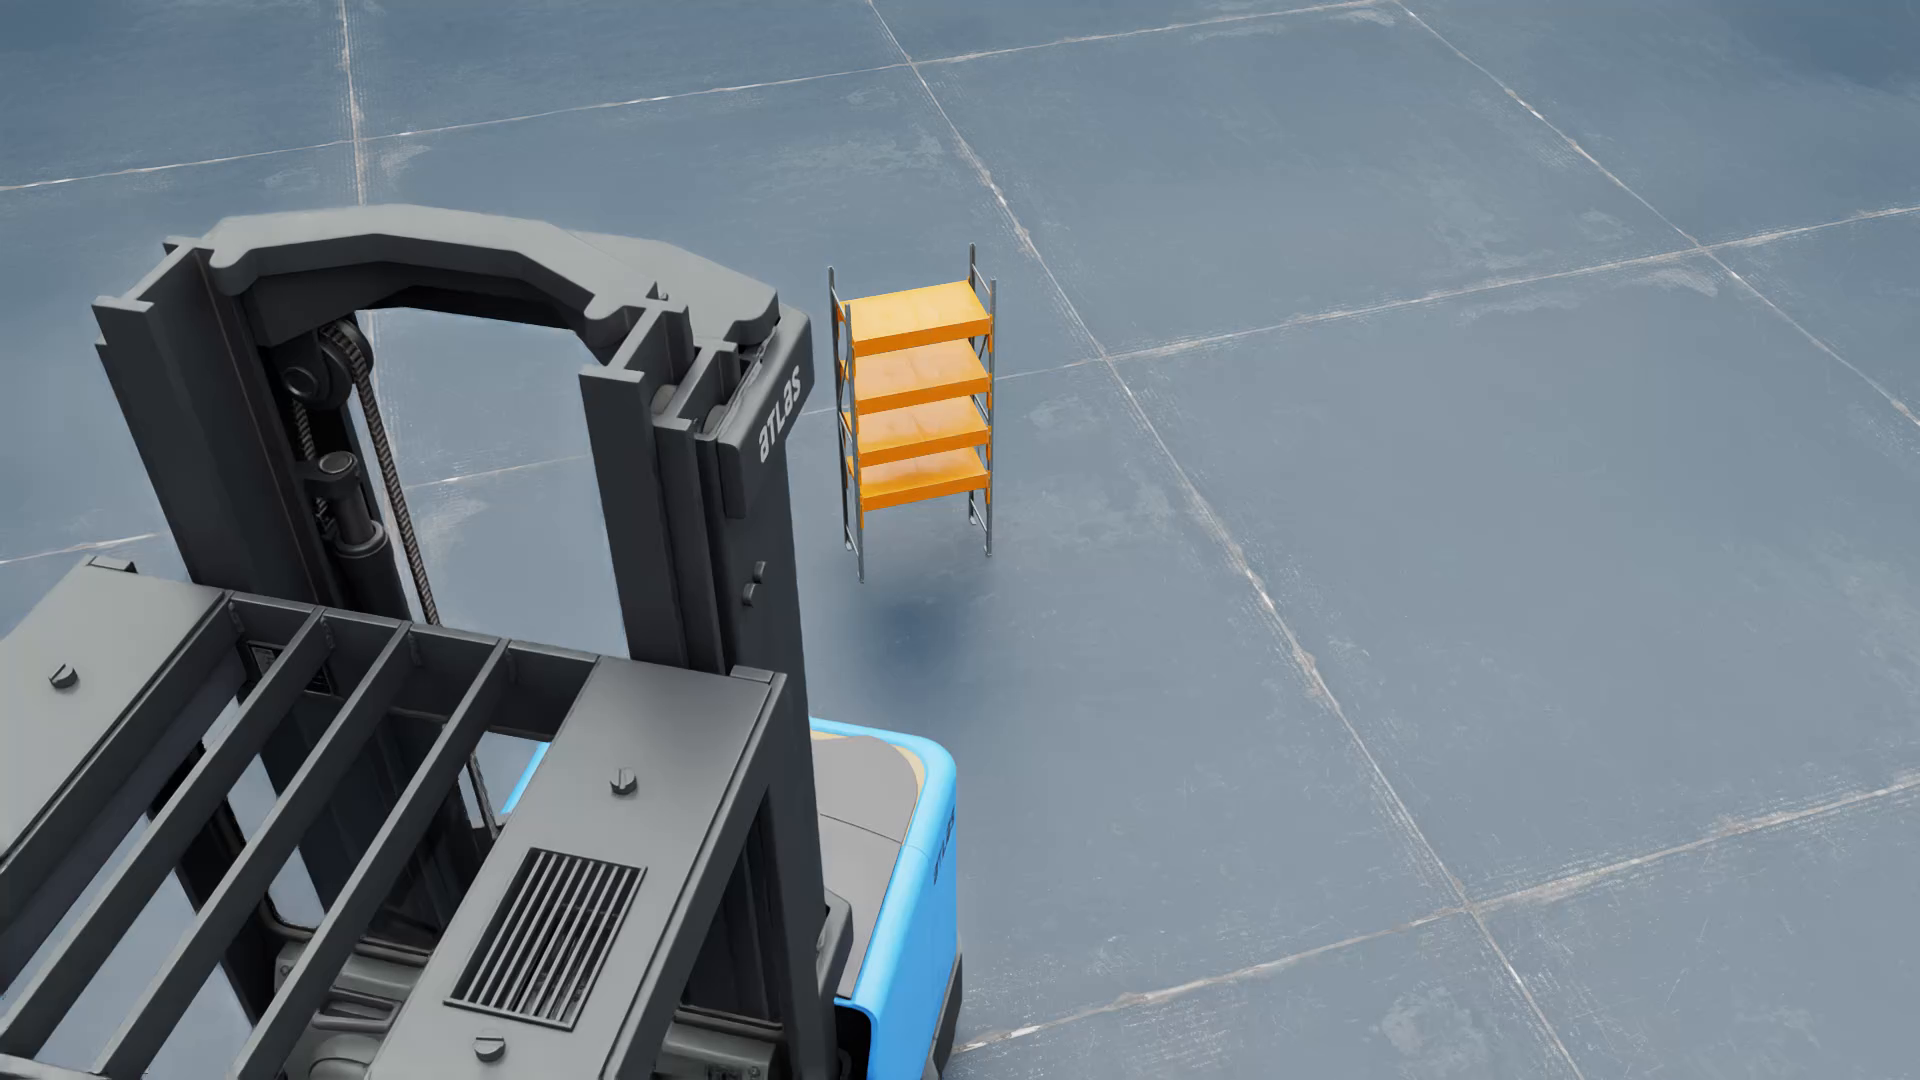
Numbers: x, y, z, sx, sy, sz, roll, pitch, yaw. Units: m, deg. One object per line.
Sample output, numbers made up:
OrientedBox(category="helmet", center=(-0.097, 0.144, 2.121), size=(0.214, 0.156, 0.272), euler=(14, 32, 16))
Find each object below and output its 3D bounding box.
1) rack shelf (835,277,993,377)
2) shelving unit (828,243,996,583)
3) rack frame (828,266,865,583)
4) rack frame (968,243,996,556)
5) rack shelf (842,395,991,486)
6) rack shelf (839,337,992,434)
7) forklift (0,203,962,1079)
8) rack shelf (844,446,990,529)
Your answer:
OrientedBox(category="rack shelf", center=(-0.158, -0.715, 5.559), size=(0.480, 0.148, 0.258), euler=(-12, 42, -13))
OrientedBox(category="shelving unit", center=(-0.158, -0.419, 5.818), size=(0.503, 1.200, 0.258), euler=(-12, 42, -13))
OrientedBox(category="rack frame", center=(-0.391, -0.371, 5.763), size=(0.015, 1.200, 0.240), euler=(-12, 42, -13))
OrientedBox(category="rack frame", center=(0.075, -0.467, 5.873), size=(0.015, 1.200, 0.240), euler=(-12, 42, -13))
OrientedBox(category="rack shelf", center=(-0.158, -0.368, 5.862), size=(0.480, 0.148, 0.258), euler=(-12, 42, -13))
OrientedBox(category="rack shelf", center=(-0.158, -0.537, 5.715), size=(0.480, 0.148, 0.258), euler=(-12, 42, -13))
OrientedBox(category="forklift", center=(-0.830, 1.069, 2.798), size=(1.130, 2.935, 3.031), euler=(9, 42, 10))
OrientedBox(category="rack shelf", center=(-0.158, -0.219, 5.993), size=(0.480, 0.148, 0.258), euler=(-12, 42, -13))
